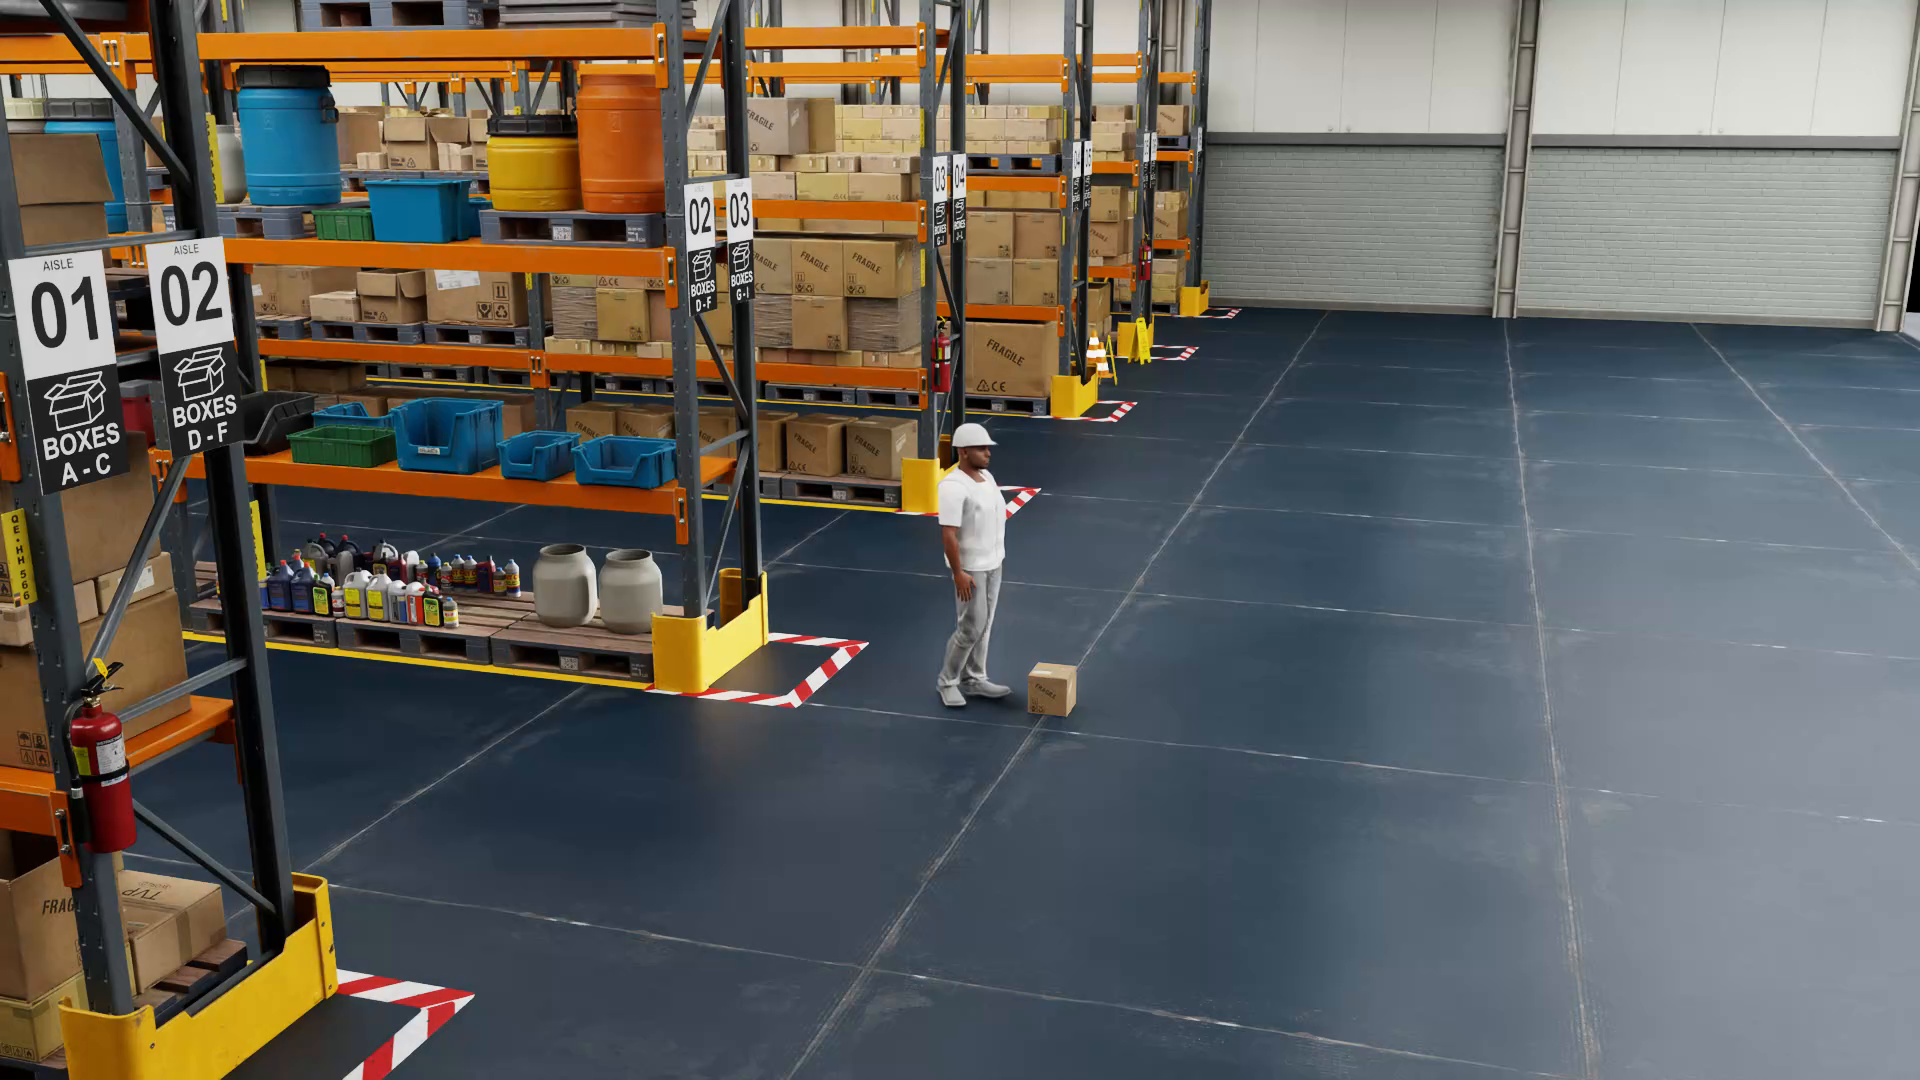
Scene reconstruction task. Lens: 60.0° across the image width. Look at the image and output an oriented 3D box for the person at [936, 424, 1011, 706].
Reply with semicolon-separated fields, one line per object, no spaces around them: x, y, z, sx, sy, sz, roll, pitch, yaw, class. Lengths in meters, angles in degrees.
0.083;0.151;10.352;0.432;1.765;0.608;8;17;27;person
